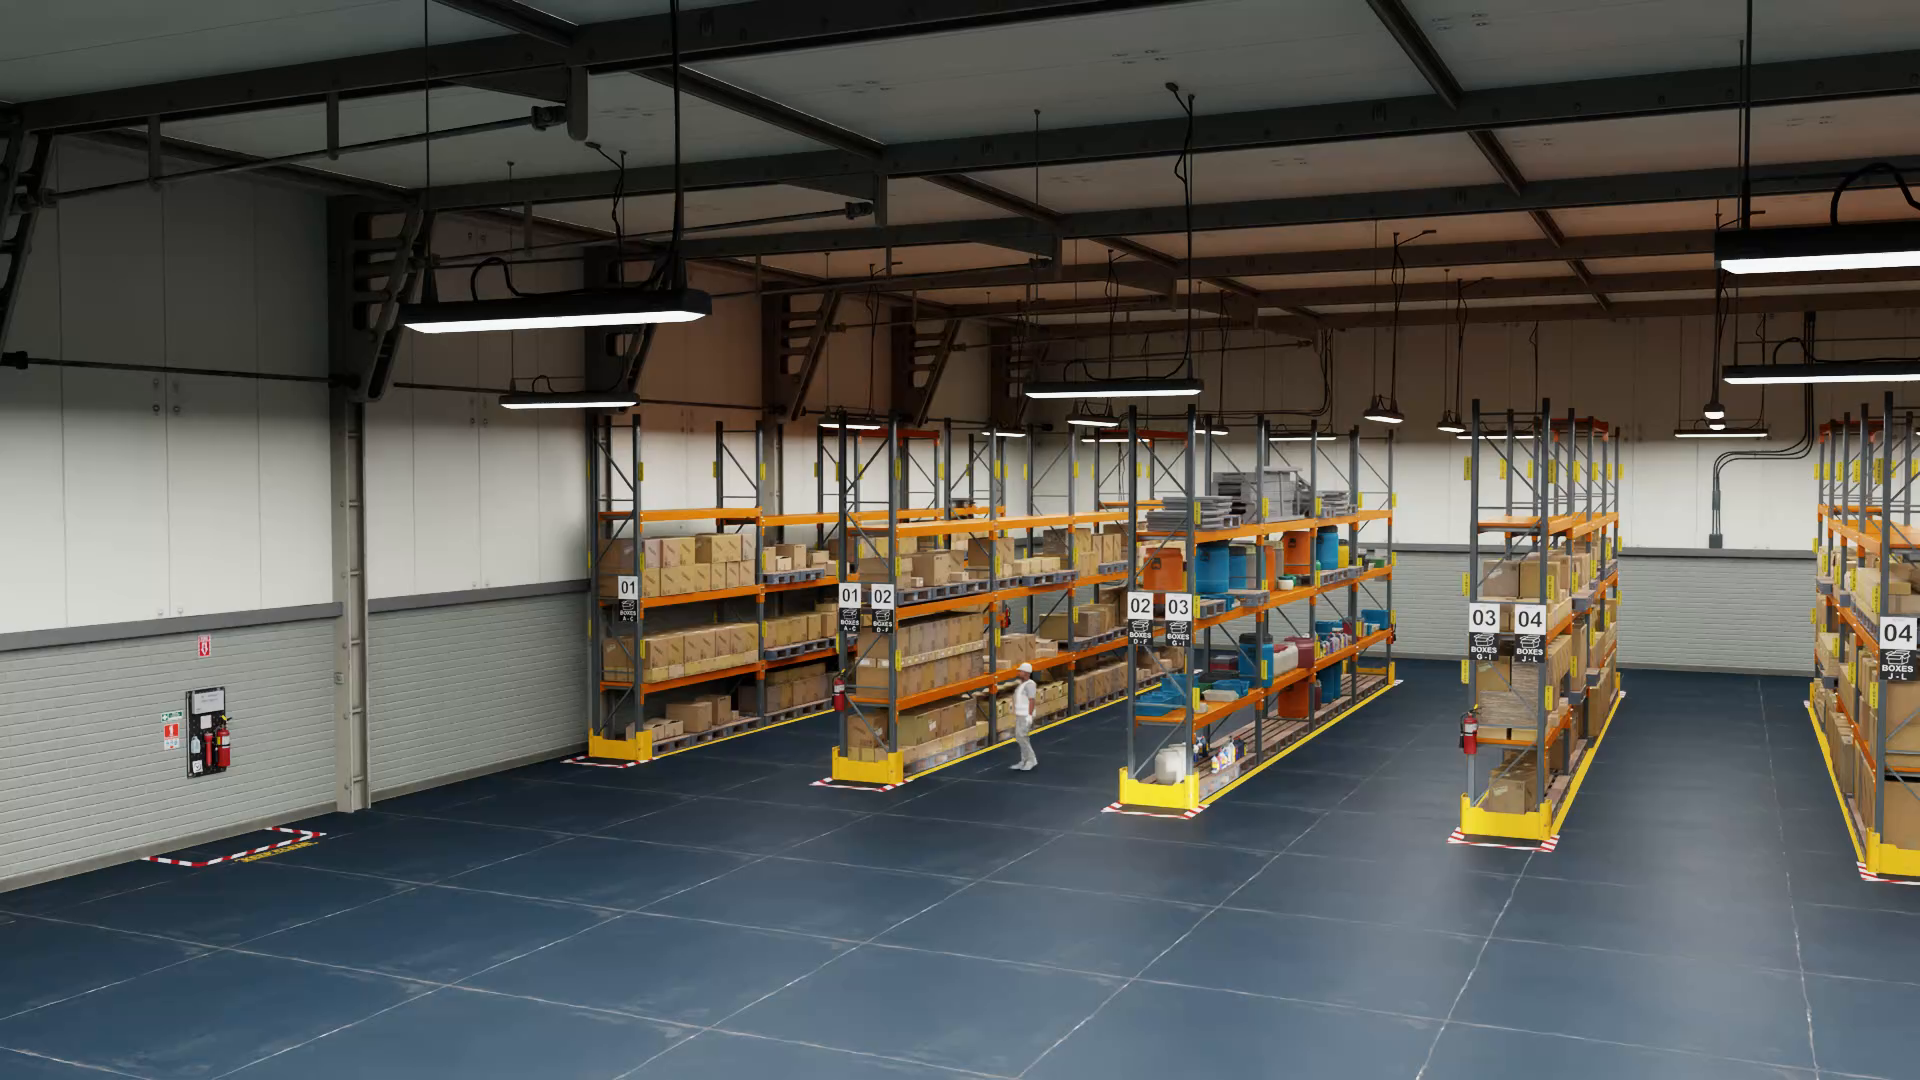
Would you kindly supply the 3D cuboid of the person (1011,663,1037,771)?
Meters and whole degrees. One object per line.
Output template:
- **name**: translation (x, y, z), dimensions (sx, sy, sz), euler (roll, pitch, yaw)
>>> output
- **person**: translation (1.069, 2.953, 27.862), dimensions (0.404, 1.789, 0.612), euler (0, 2, -11)
